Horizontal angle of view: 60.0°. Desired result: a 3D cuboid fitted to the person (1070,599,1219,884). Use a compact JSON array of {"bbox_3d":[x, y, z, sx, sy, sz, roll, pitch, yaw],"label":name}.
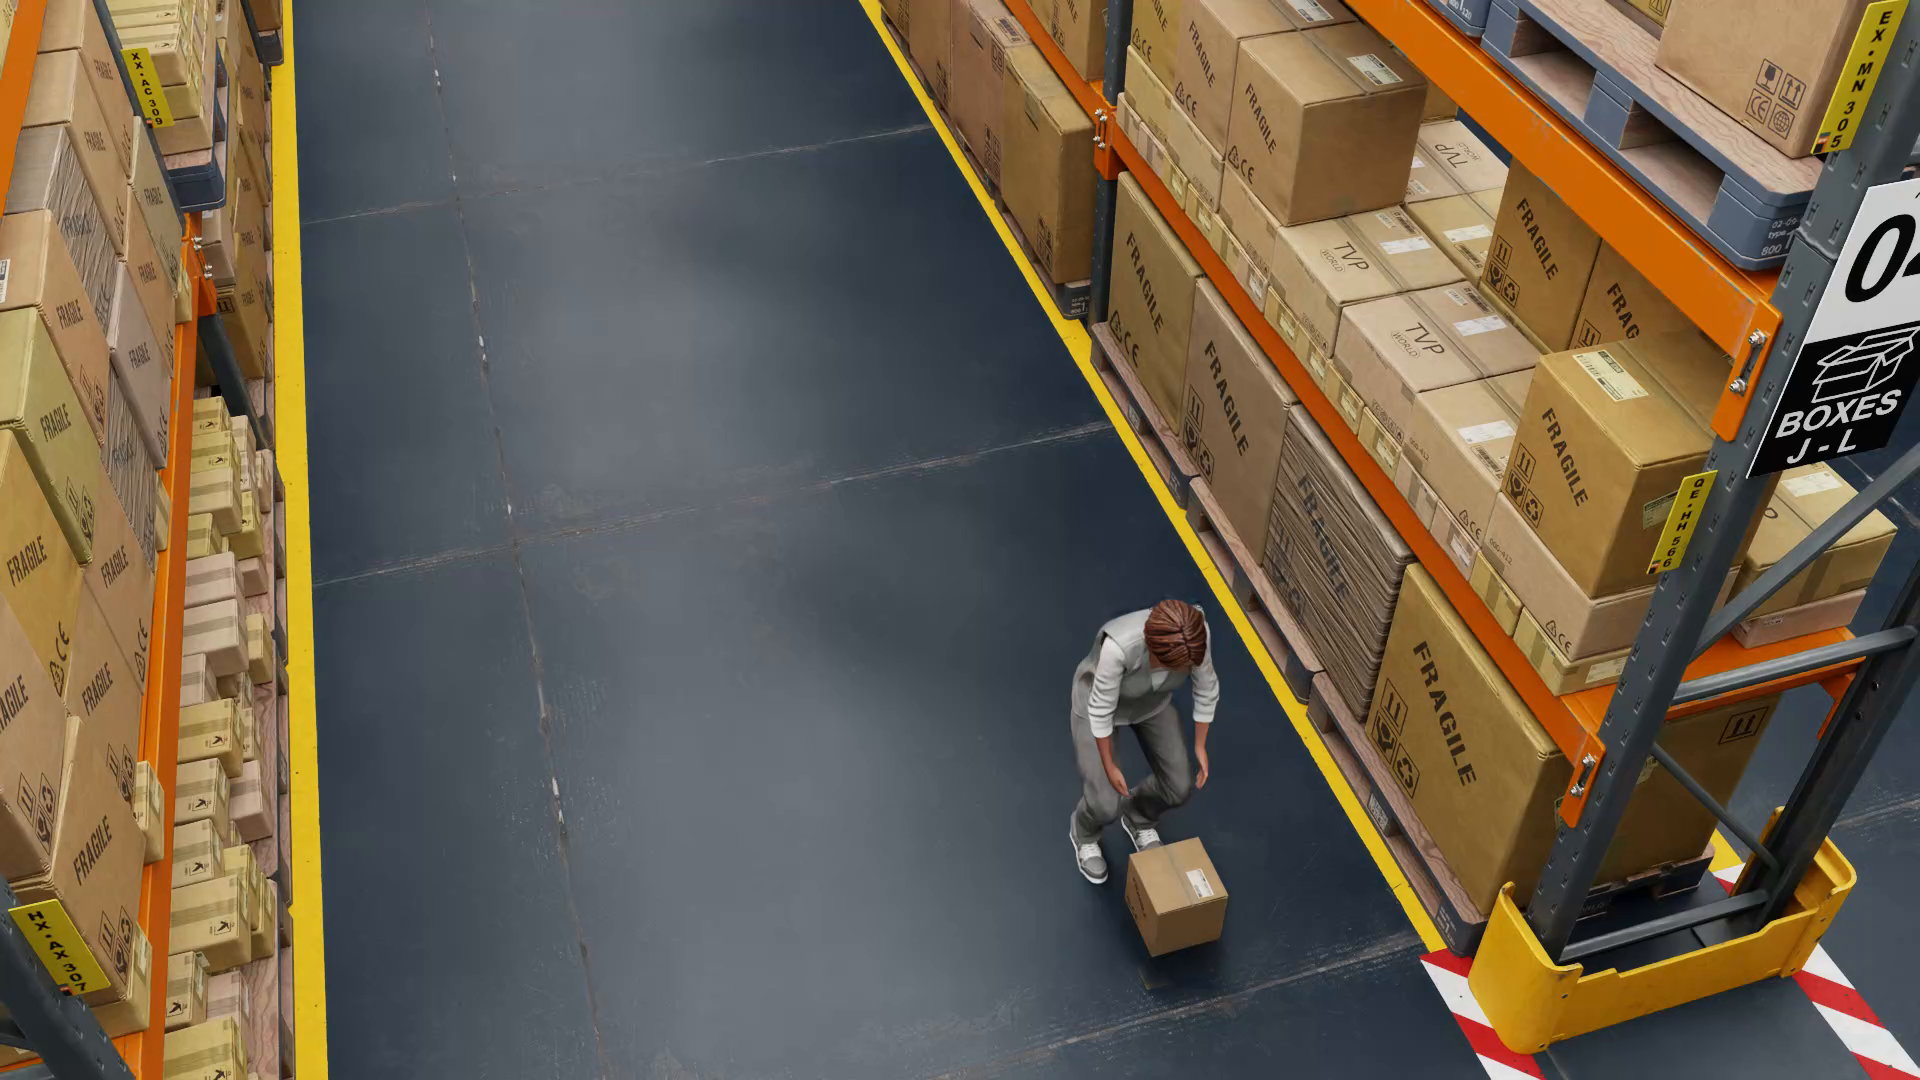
[{"bbox_3d":[0.617,0.655,5.652,0.456,1.349,0.560,-12,44,-12],"label":"person"}]
